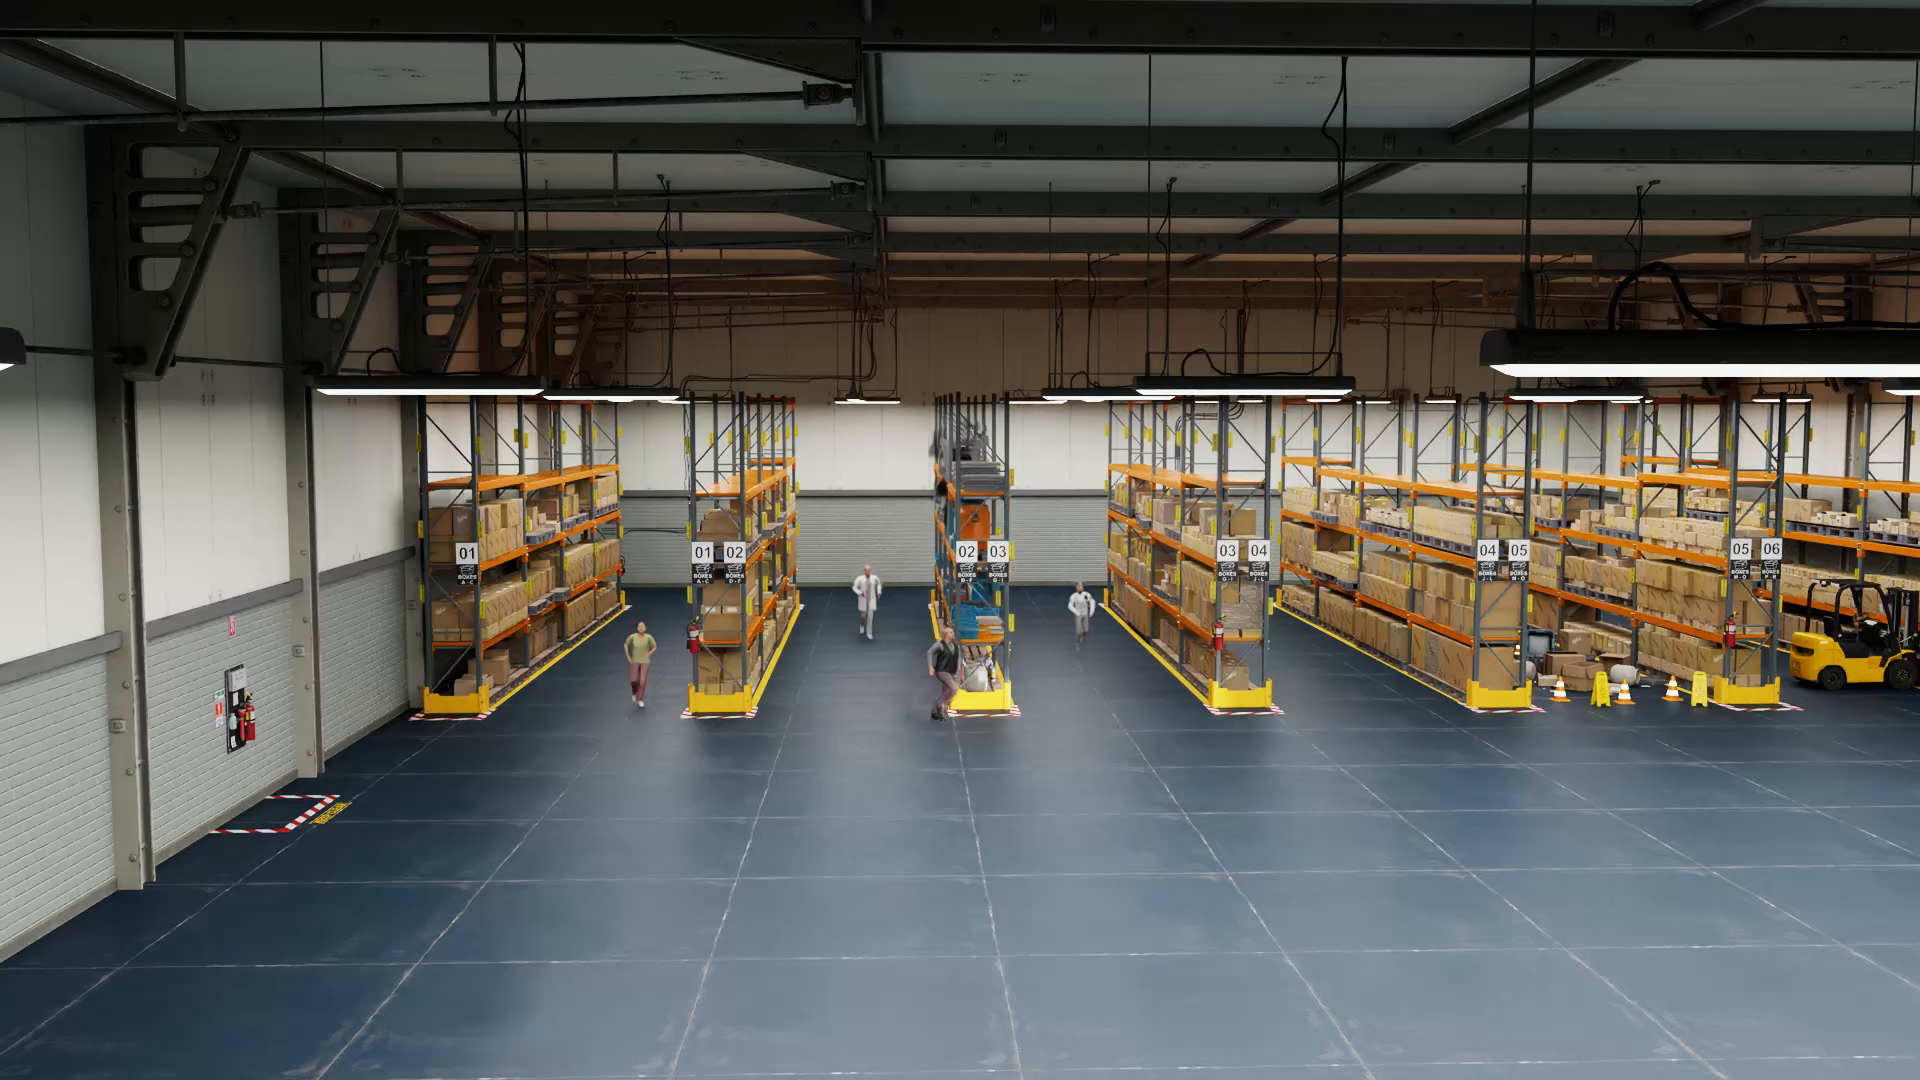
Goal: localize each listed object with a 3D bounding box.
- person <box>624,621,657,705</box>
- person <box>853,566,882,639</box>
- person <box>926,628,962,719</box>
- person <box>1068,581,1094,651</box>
[{"bbox_3d":[-6.106,2.361,31.801,0.623,1.625,0.502,-1,5,-7],"label":"person"},{"bbox_3d":[-2.304,1.527,41.406,0.736,1.787,0.898,-1,5,-10],"label":"person"},{"bbox_3d":[-0.201,2.444,30.408,0.637,1.653,0.652,4,6,44],"label":"person"},{"bbox_3d":[2.855,1.782,39.008,0.642,1.660,0.601,0,5,-2],"label":"person"}]
